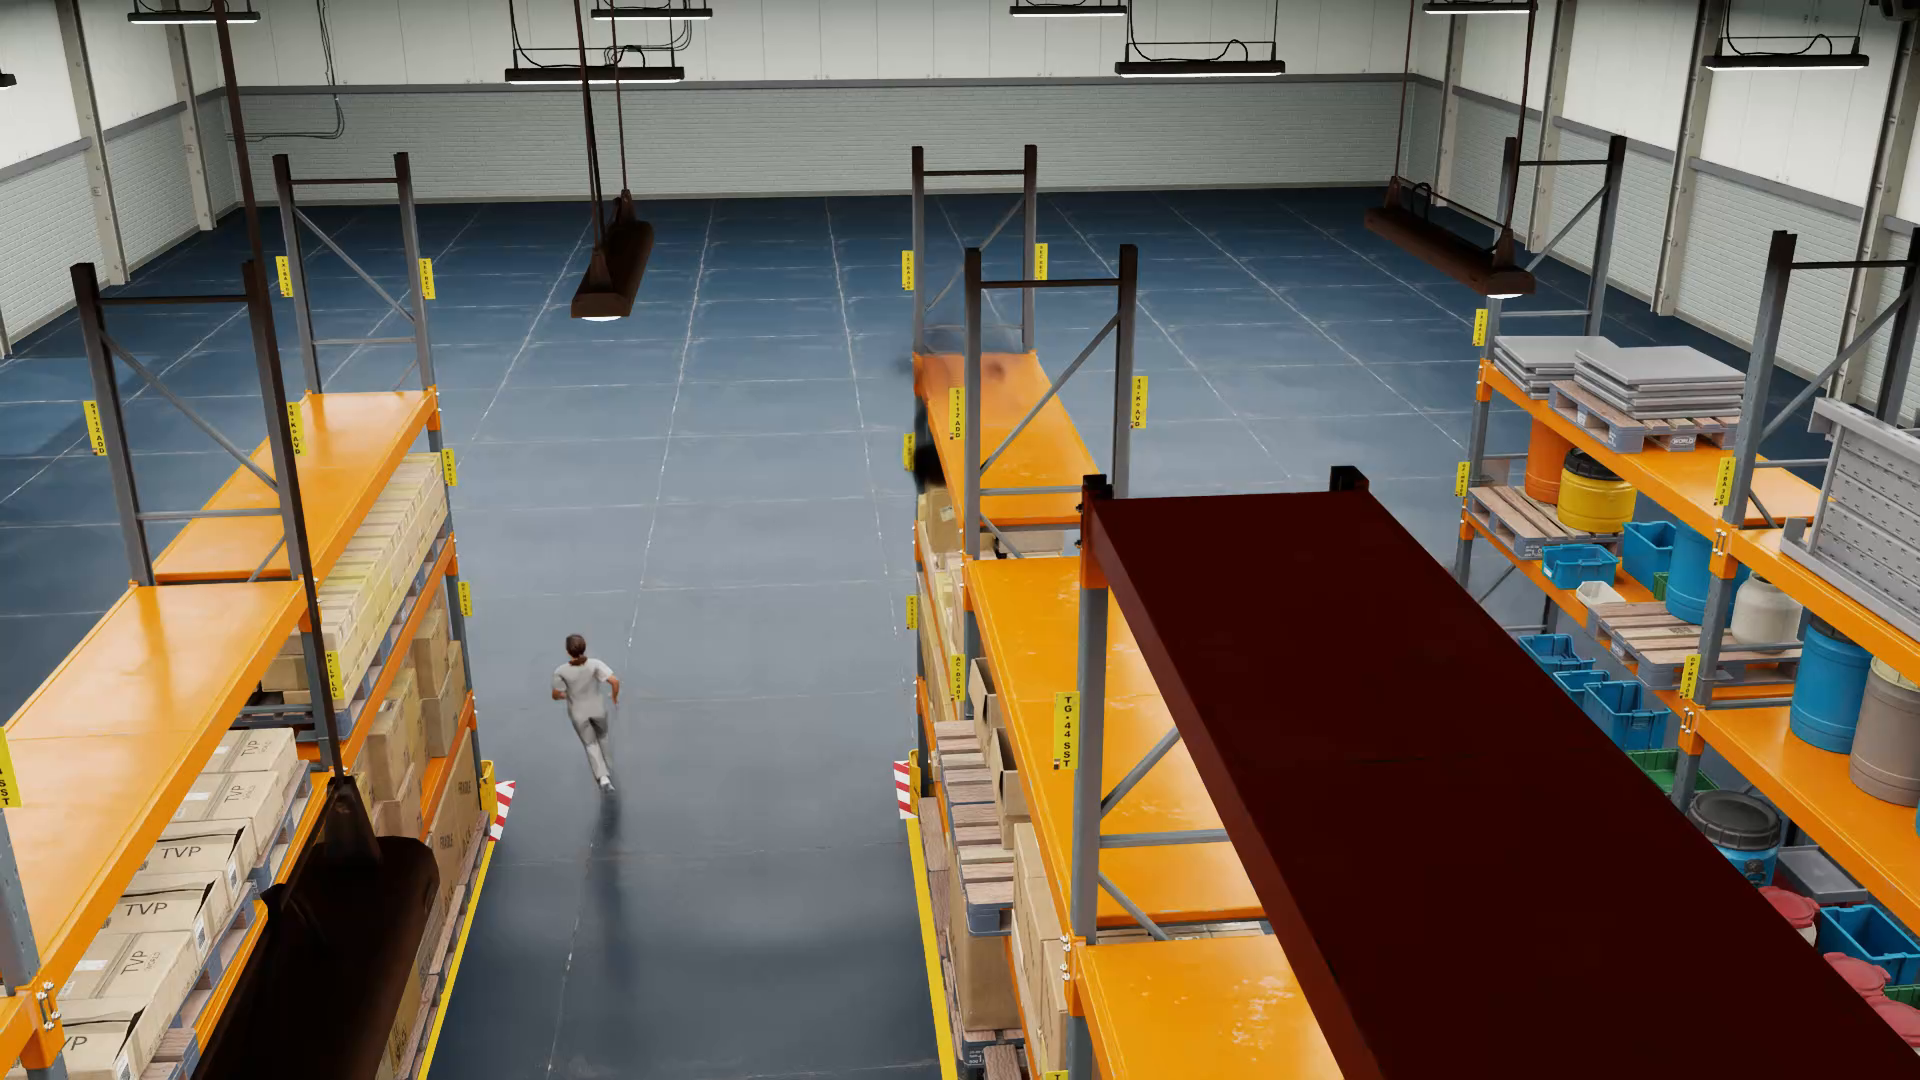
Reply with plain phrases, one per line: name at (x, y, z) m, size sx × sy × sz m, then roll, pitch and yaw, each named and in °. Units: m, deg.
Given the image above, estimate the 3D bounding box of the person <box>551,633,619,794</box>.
person at (-3.438, 1.636, 15.339) m, size 0.603 × 1.664 × 0.803 m, roll -7°, pitch 23°, yaw -18°
